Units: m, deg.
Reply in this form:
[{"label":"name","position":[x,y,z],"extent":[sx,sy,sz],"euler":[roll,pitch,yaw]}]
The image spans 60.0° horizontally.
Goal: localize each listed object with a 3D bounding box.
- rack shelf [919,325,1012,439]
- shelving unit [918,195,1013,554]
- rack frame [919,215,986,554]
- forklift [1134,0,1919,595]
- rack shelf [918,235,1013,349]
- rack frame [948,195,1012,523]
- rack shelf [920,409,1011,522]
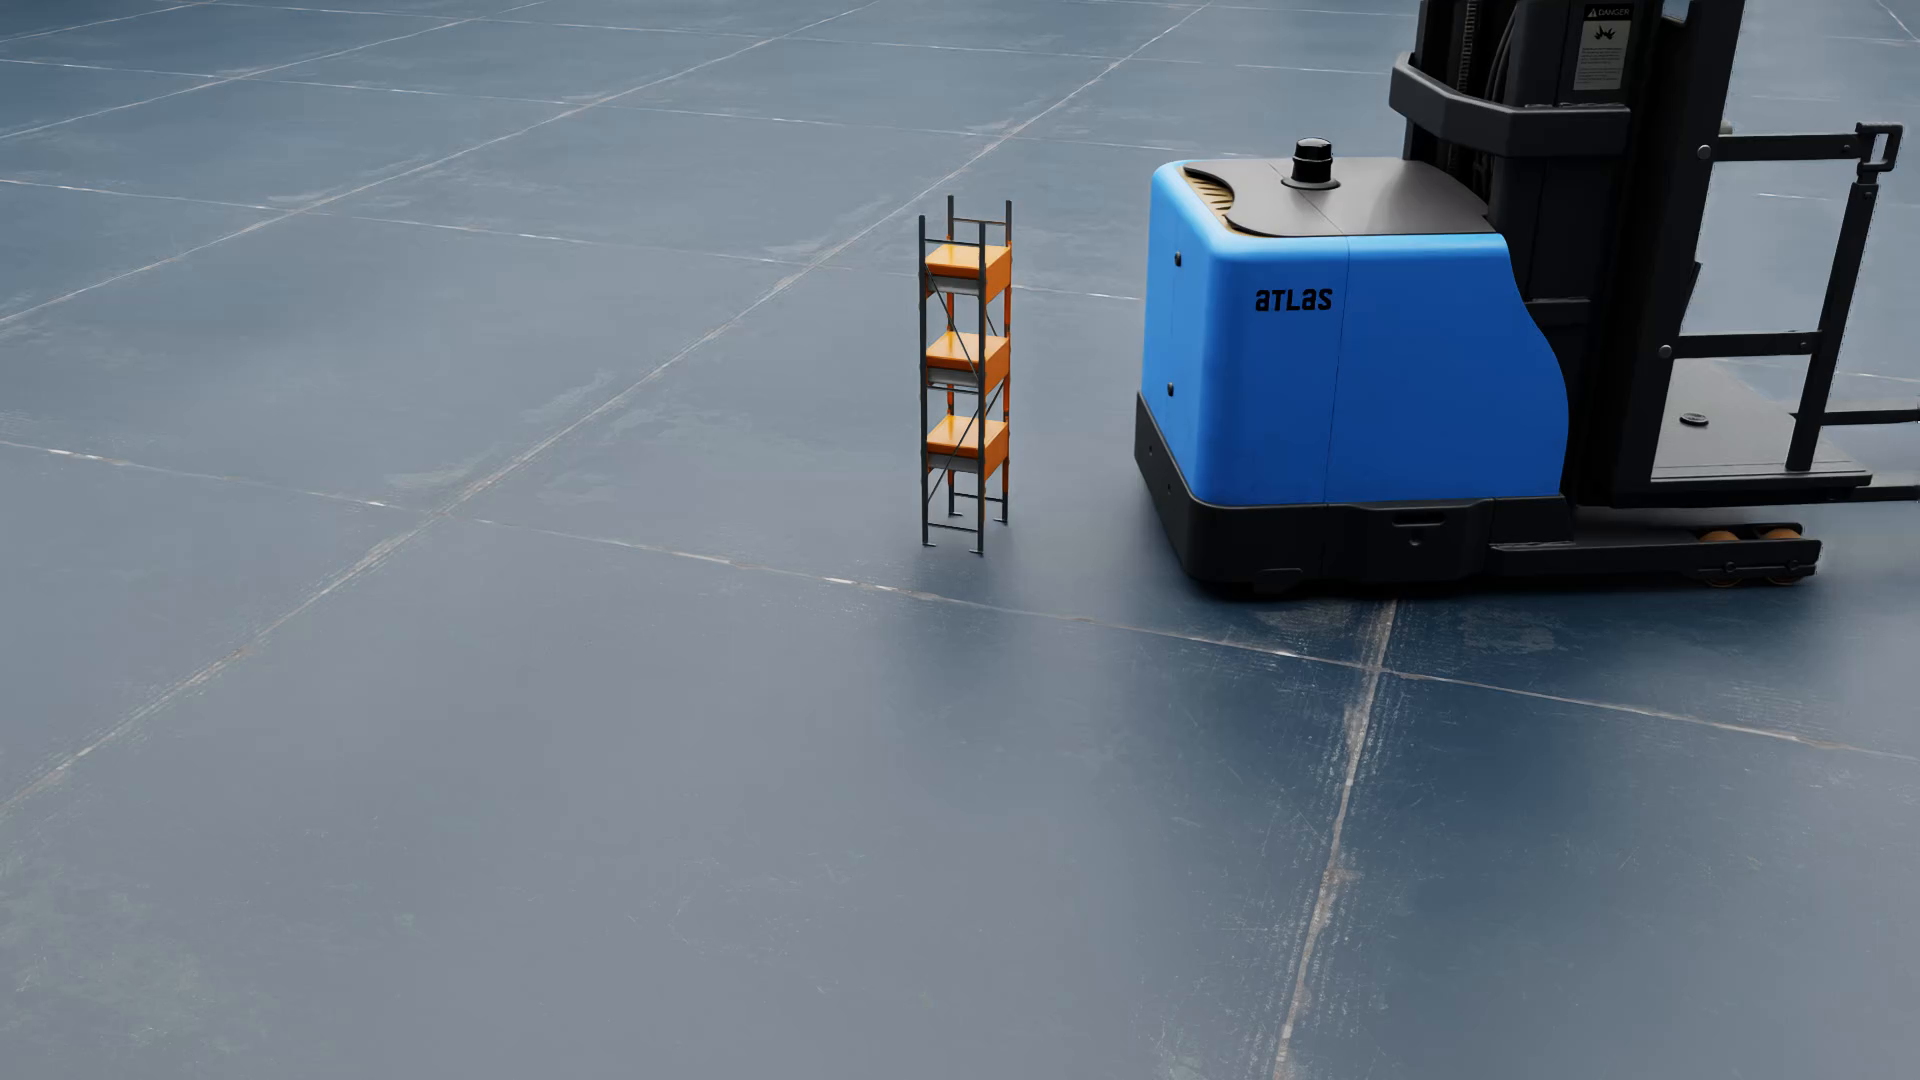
[{"label":"rack shelf","position":[0.018,-0.485,5.071],"extent":[0.215,0.259,0.240],"euler":[9,27,17]},{"label":"shelving unit","position":[0.018,-0.495,5.067],"extent":[0.215,1.050,0.252],"euler":[9,27,17]},{"label":"rack frame","position":[-0.023,-0.444,4.963],"extent":[0.200,1.050,0.008],"euler":[9,27,17]},{"label":"forklift","position":[2.138,-1.406,4.790],"extent":[3.031,2.935,1.130],"euler":[-2,26,-4]},{"label":"rack shelf","position":[0.018,-0.740,4.948],"extent":[0.215,0.259,0.240],"euler":[9,27,17]},{"label":"rack frame","position":[0.058,-0.545,5.170],"extent":[0.200,1.050,0.008],"euler":[9,27,17]},{"label":"rack shelf","position":[0.018,-0.235,5.192],"extent":[0.215,0.259,0.240],"euler":[9,27,17]}]
